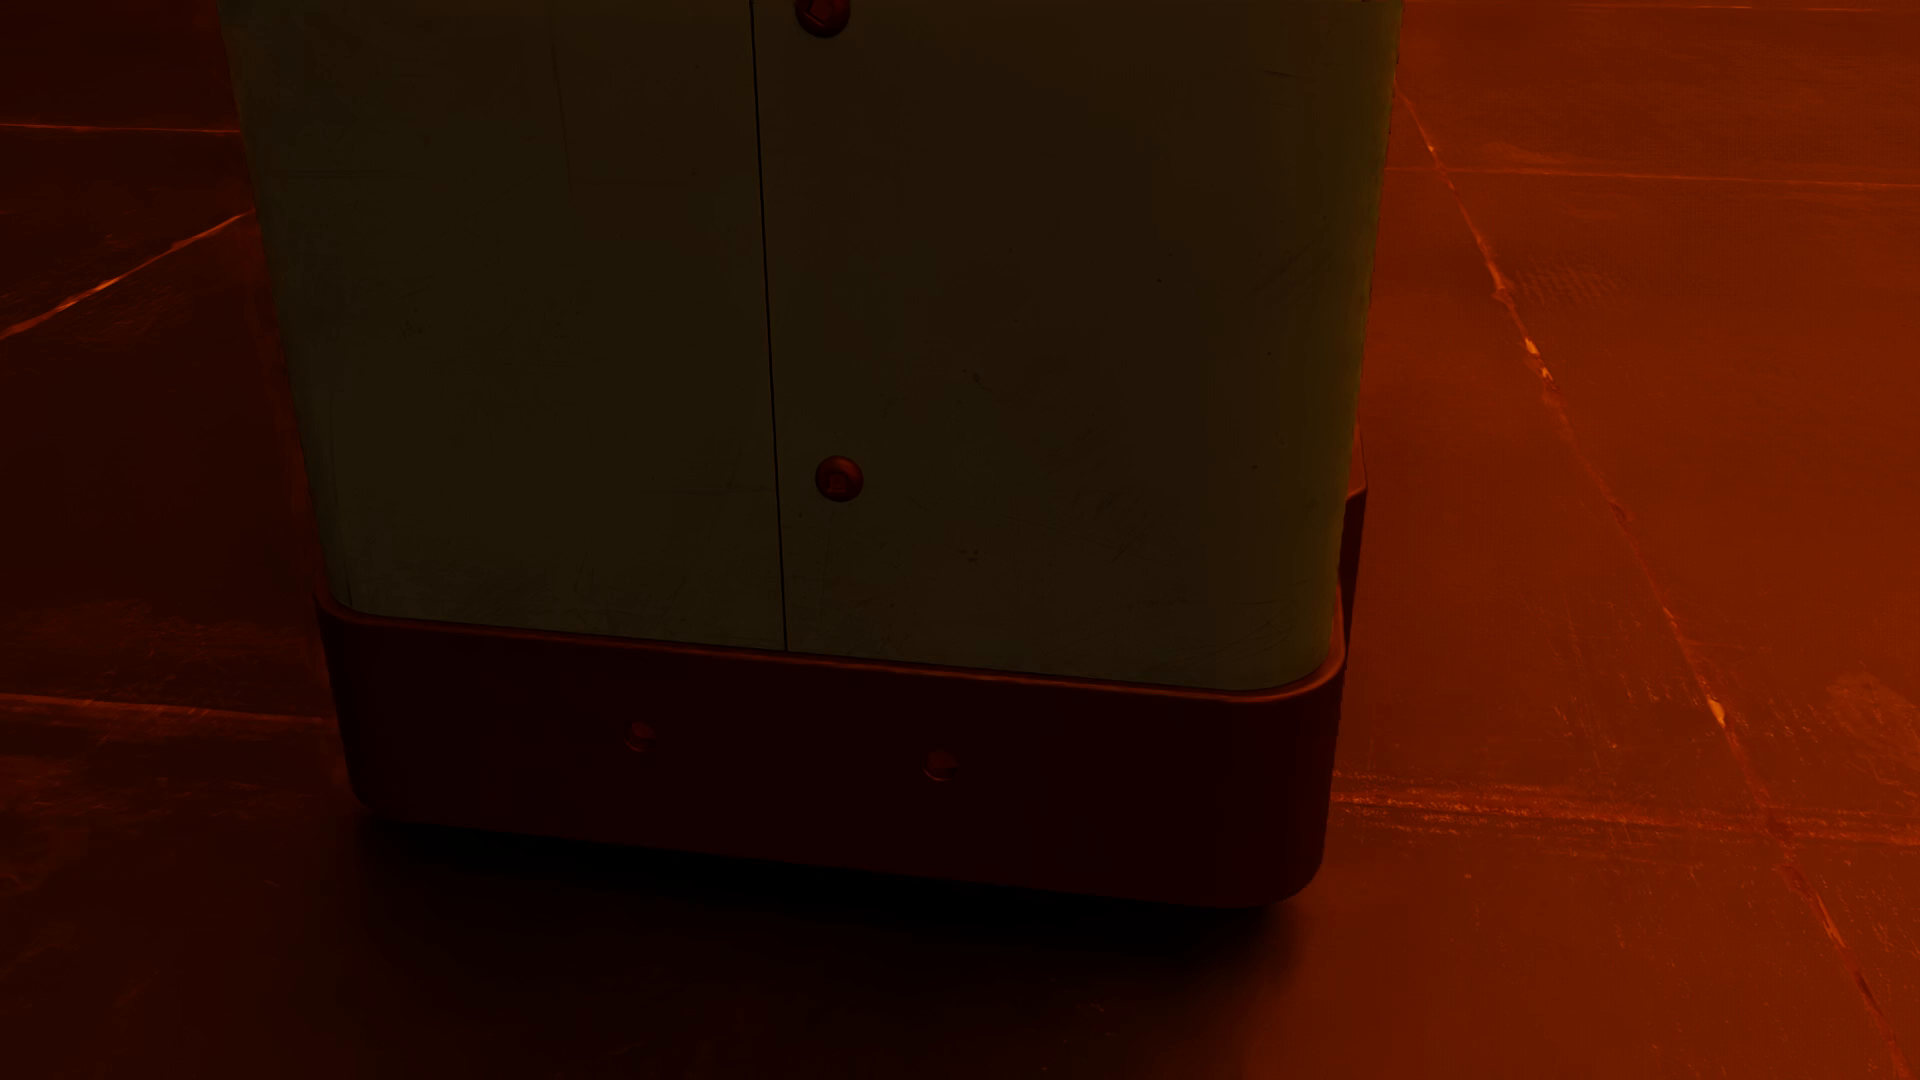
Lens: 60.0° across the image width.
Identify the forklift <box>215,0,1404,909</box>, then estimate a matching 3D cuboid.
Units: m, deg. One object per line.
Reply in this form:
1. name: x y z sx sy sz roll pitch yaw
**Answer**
1. forklift: 0.087 -1.586 2.396 1.130 2.935 3.031 4 27 9
